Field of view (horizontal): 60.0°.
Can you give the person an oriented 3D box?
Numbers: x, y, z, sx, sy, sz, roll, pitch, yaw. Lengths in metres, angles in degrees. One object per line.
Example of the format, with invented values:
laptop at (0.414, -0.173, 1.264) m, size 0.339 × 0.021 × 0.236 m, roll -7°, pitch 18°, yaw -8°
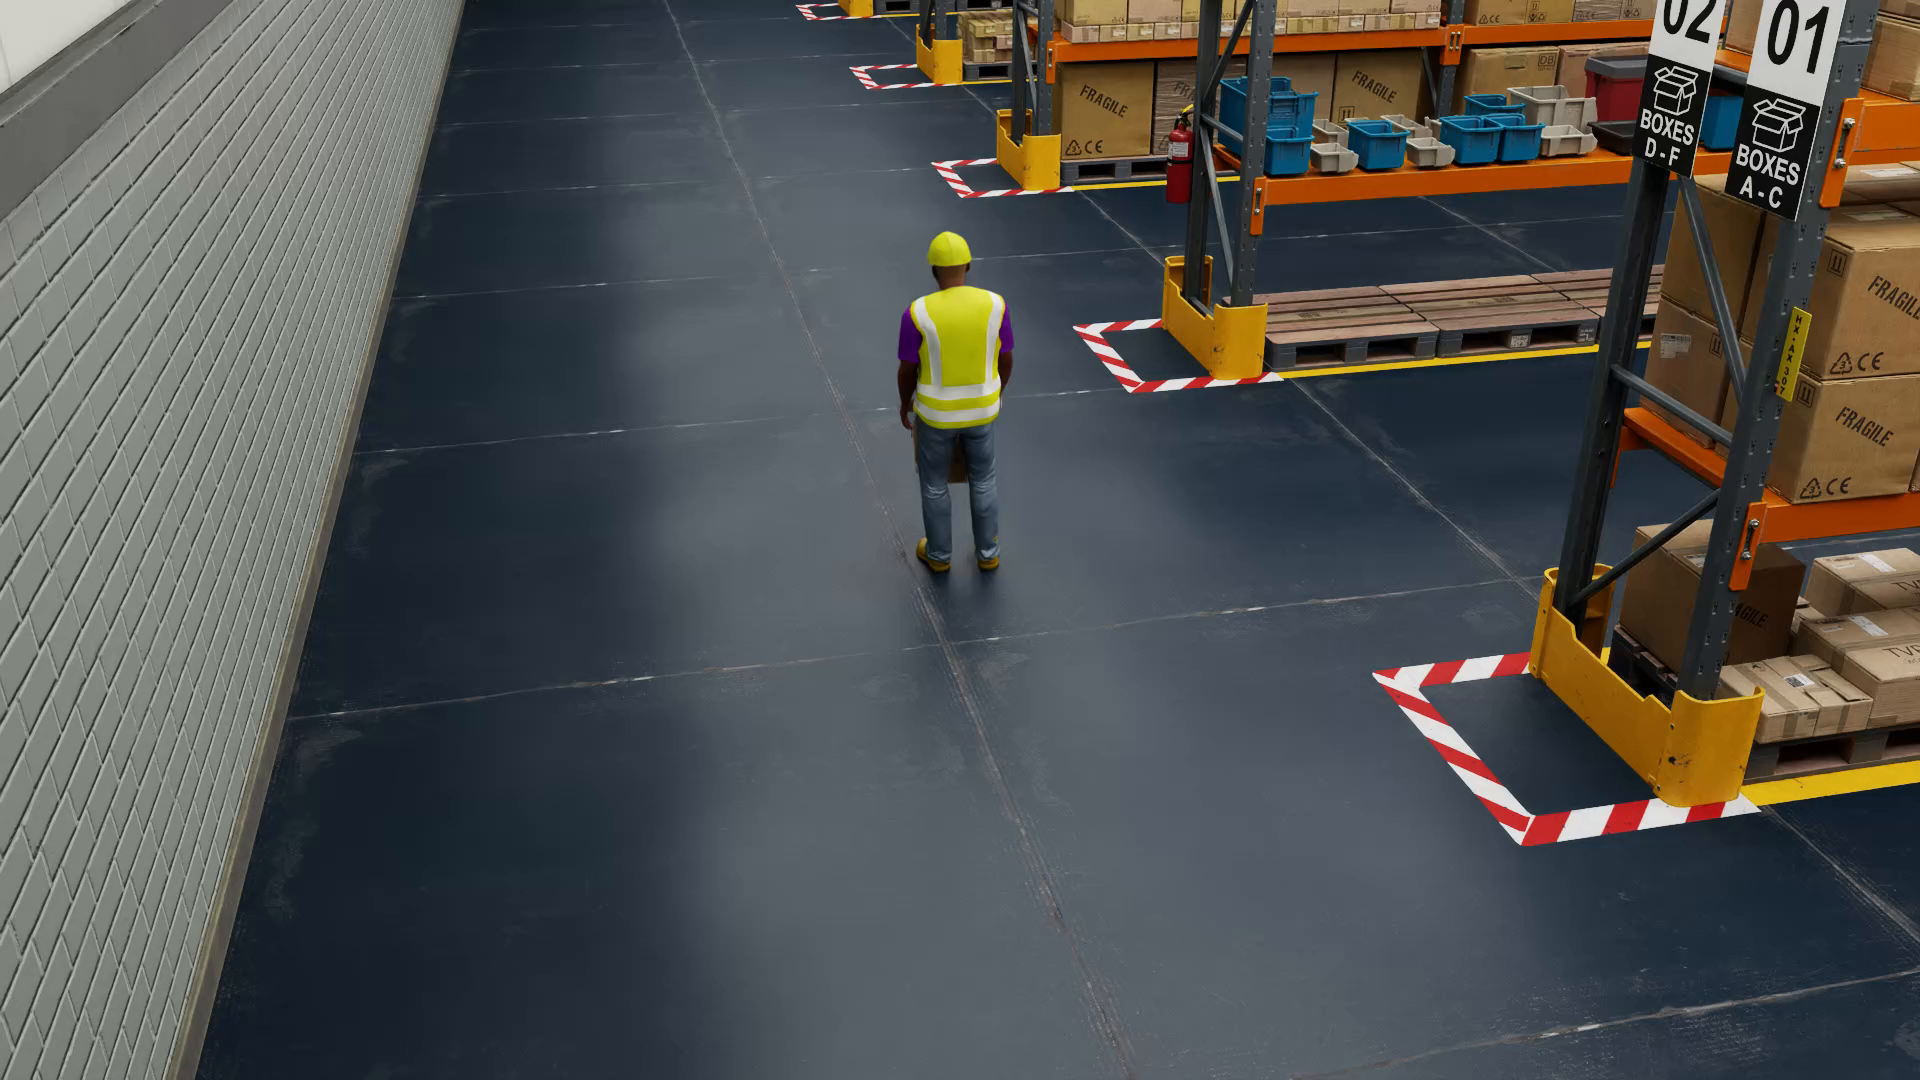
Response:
person at (-0.029, -0.662, 8.285) m, size 0.589 × 1.765 × 0.457 m, roll -7°, pitch 27°, yaw -13°
